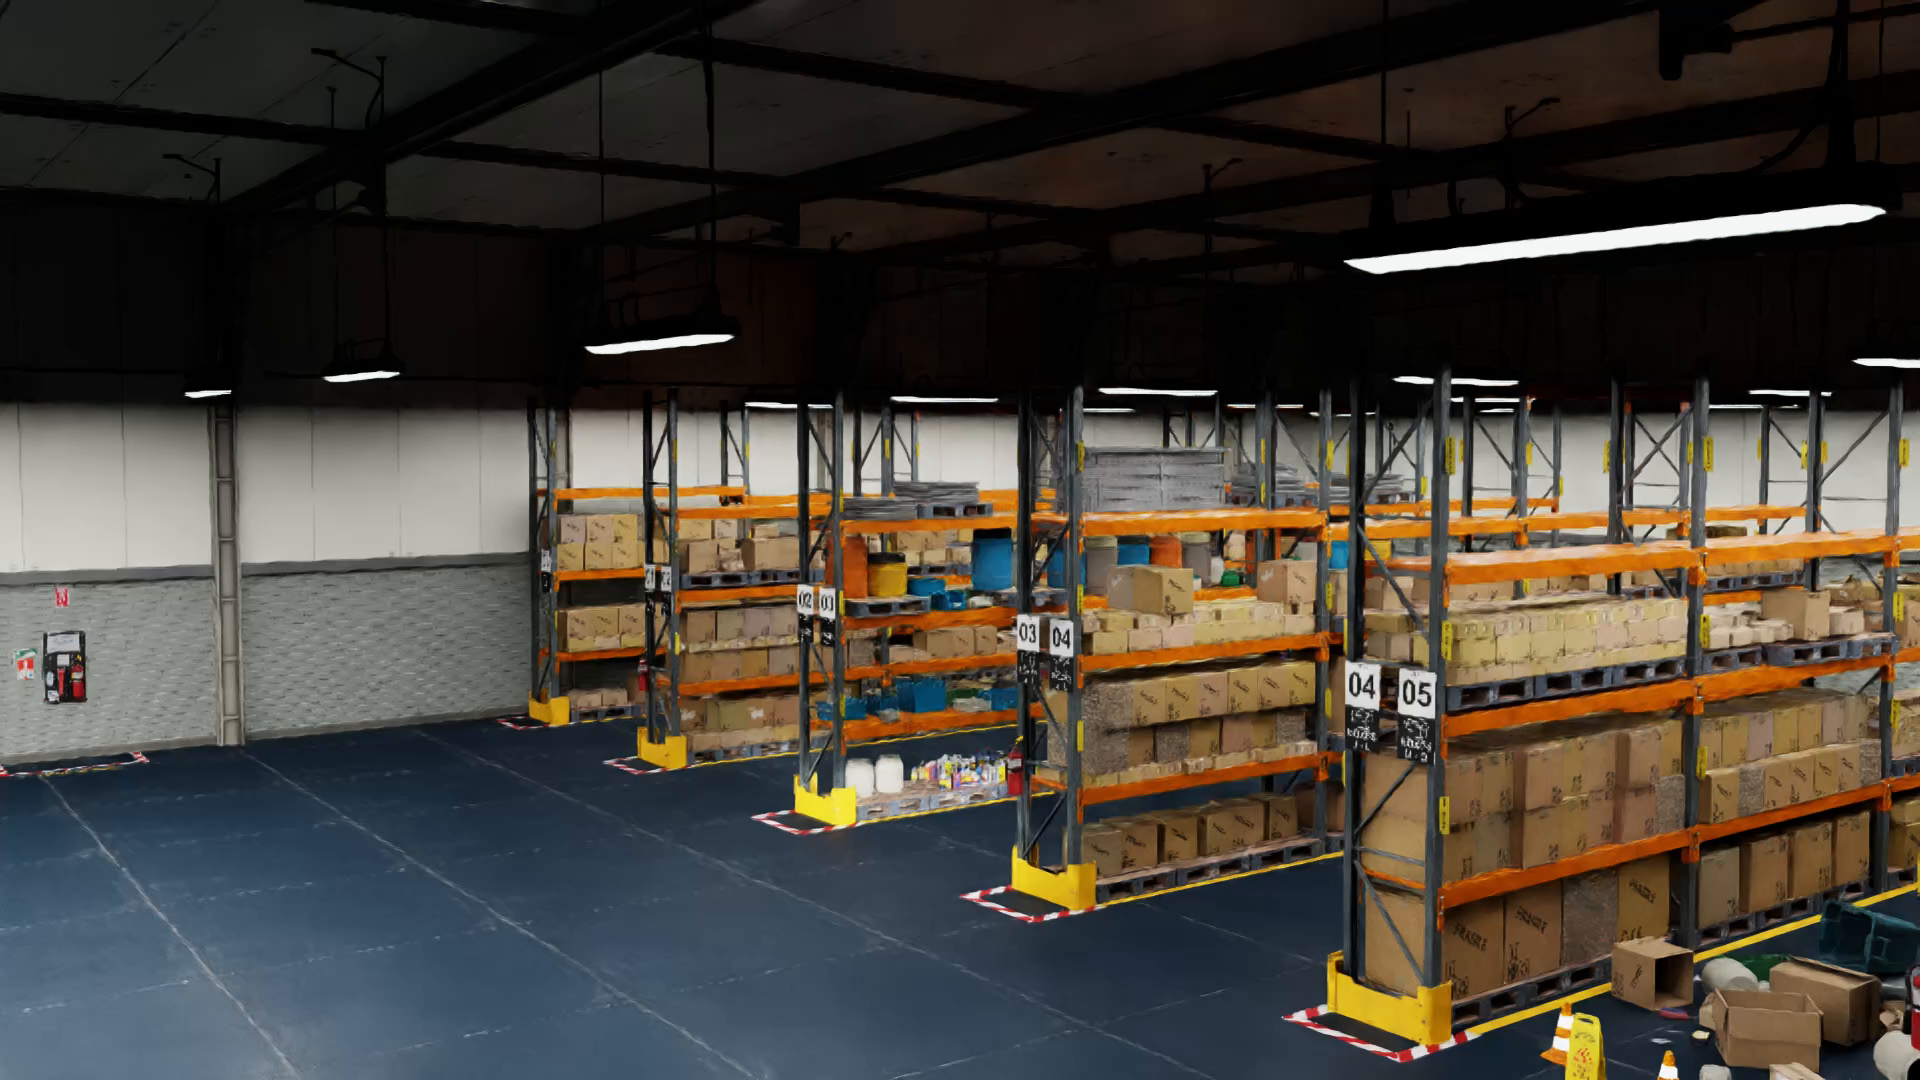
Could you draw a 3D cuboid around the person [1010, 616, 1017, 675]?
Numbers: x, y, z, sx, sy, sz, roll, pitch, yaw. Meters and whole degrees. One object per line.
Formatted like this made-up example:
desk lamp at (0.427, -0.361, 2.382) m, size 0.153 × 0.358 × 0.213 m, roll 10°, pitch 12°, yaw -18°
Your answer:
person at (1.218, 2.303, 33.965) m, size 1.121 × 1.691 × 0.577 m, roll -2°, pitch 4°, yaw -34°
